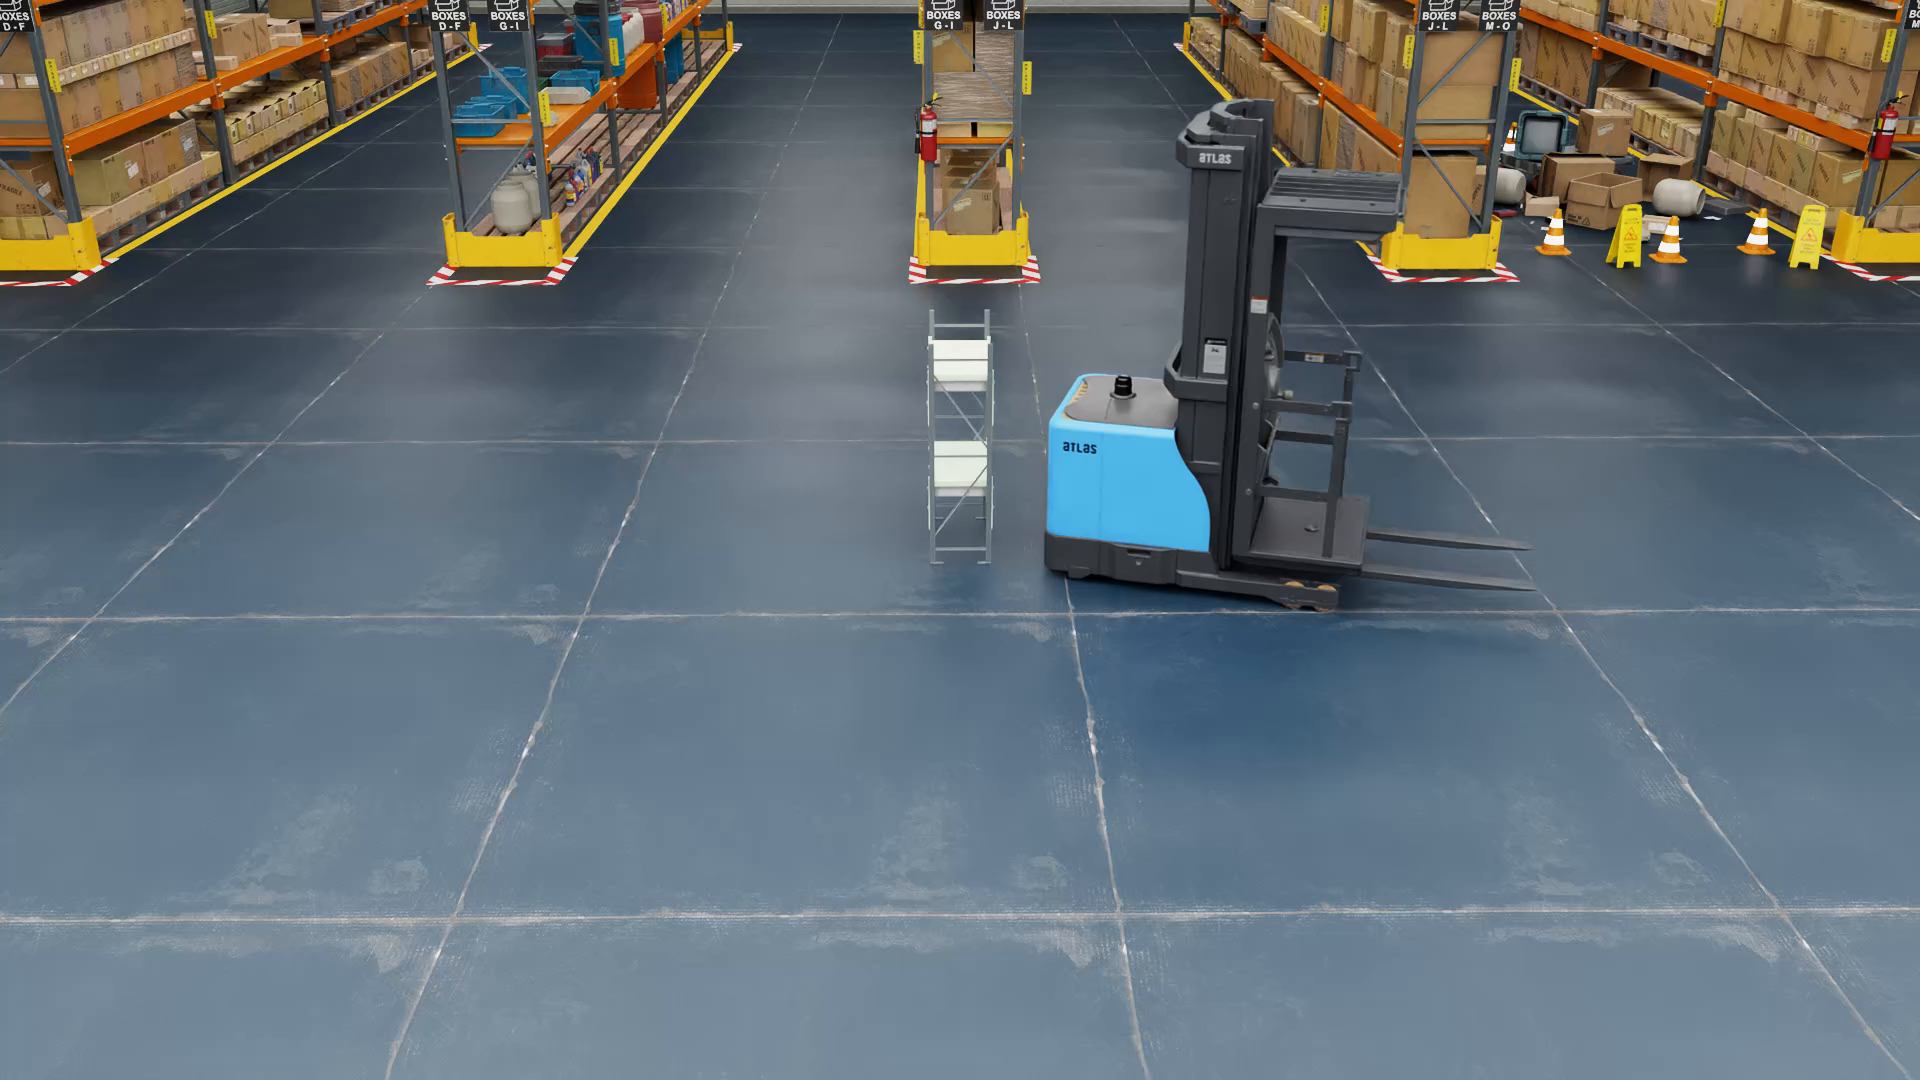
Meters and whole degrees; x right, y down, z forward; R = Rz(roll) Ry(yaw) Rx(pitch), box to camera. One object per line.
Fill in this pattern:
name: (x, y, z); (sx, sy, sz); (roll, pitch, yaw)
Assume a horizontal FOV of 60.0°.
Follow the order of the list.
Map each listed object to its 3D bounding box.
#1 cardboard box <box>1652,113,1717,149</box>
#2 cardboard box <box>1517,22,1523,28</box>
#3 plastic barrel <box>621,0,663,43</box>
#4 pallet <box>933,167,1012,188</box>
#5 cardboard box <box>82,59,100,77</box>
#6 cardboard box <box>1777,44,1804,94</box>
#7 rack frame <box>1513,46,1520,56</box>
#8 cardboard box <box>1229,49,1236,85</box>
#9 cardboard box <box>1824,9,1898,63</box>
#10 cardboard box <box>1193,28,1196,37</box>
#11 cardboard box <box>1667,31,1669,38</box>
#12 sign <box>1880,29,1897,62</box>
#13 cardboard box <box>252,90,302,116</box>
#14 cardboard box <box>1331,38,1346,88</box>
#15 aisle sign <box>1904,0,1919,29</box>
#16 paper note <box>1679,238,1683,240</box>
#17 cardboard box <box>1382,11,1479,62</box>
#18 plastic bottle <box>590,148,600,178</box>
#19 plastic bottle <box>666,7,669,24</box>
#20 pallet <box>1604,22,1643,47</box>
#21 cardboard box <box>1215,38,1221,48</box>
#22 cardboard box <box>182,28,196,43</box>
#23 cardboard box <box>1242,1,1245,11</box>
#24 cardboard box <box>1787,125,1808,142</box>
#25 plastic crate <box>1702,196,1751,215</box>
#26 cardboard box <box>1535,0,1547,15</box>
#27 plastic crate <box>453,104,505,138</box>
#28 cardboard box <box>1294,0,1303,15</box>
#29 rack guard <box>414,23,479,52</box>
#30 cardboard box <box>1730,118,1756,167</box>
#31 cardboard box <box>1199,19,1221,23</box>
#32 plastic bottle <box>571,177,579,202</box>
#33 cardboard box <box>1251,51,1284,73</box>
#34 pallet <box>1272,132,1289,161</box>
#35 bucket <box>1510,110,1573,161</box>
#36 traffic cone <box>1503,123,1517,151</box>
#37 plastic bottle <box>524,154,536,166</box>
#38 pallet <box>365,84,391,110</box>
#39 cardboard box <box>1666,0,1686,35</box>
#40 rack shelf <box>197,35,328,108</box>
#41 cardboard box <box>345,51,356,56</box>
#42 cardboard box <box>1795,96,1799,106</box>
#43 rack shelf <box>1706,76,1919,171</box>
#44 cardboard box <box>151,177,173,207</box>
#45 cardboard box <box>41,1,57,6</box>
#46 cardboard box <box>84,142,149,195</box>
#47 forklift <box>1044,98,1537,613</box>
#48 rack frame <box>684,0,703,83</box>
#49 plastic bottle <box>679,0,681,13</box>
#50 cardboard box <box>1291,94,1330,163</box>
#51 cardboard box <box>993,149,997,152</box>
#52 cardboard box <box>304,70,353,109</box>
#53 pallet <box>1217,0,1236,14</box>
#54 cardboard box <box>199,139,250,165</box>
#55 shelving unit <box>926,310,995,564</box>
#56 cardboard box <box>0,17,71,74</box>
cardboard box: (9.982, -5.530, 22.517); (0.950, 0.372, 0.625); (1, 24, 3)
cardboard box: (9.996, -9.344, 30.870); (0.875, 0.438, 0.875); (0, 24, 1)
plastic barrel: (-4.596, -7.478, 23.978); (0.600, 0.536, 0.708); (0, 24, -1)
pallet: (0.135, -4.432, 20.794); (1.003, 0.211, 1.213); (0, 24, -1)
cardboard box: (-9.567, -5.108, 17.995); (0.380, 0.149, 0.250); (-1, 24, -1)
cardboard box: (9.774, -5.401, 19.069); (0.500, 0.500, 0.500); (0, 24, 0)
rack frame: (9.914, -9.321, 28.218); (1.000, 3.000, 0.127); (0, 24, -1)
cardboard box: (4.716, -7.785, 27.348); (0.500, 0.500, 0.500); (1, 24, 2)
cardboard box: (9.823, -5.431, 17.922); (0.700, 0.500, 0.500); (0, 24, 0)
cardboard box: (4.617, -9.603, 31.431); (0.380, 0.149, 0.250); (0, 24, -1)
cardboard box: (9.823, -6.841, 22.531); (0.380, 0.149, 0.250); (-1, 24, -2)
sign: (9.490, -5.053, 16.994); (0.100, 0.325, 0.005); (0, 24, -1)
cardboard box: (-9.591, -6.142, 23.337); (0.500, 0.311, 0.500); (0, 24, -1)
cardboard box: (5.069, -5.877, 20.421); (0.875, 0.550, 0.550); (0, 24, -1)
aisle sign: (9.756, -5.533, 16.690); (0.394, 0.787, 0.004); (0, 24, -1)
paper note: (8.044, -3.404, 18.738); (0.148, 0.019, 0.142); (-9, 26, -19)
cardboard box: (5.163, -5.483, 18.241); (0.875, 0.550, 0.550); (0, 24, -1)
plastic bottle: (-4.565, -4.687, 20.653); (0.144, 0.351, 0.185); (-1, 24, -2)
plastic bottle: (-4.570, -8.155, 25.798); (0.097, 0.271, 0.097); (0, 24, 0)
pallet: (10.072, -7.292, 23.965); (1.213, 0.211, 1.003); (0, 24, -1)
cardboard box: (4.659, -8.671, 29.009); (0.380, 0.149, 0.250); (0, 24, 0)
cardboard box: (-9.597, -6.167, 20.336); (0.380, 0.149, 0.250); (0, 24, -1)
cardboard box: (4.541, -8.198, 25.530); (0.380, 0.149, 0.250); (-1, 24, -1)
cardboard box: (9.704, -4.644, 19.007); (0.380, 0.149, 0.250); (1, 24, 2)
plastic crate: (9.199, -4.043, 20.093); (0.402, 0.080, 0.583); (-9, 26, -19)
cardboard box: (9.652, -8.645, 26.907); (0.500, 0.250, 0.500); (0, 24, -1)
plastic crate: (-5.122, -4.446, 17.621); (0.499, 0.251, 0.616); (0, 24, -1)
cardboard box: (5.019, -7.505, 22.869); (0.700, 0.500, 0.500); (-1, 24, -1)
rack guard: (-9.944, -9.711, 32.115); (1.175, 0.500, 0.348); (0, 24, -1)
cardboard box: (9.755, -4.839, 20.227); (0.500, 0.500, 0.500); (1, 24, 2)
cardboard box: (4.711, -9.738, 31.369); (0.380, 0.149, 0.250); (0, 24, 0)
plastic bottle: (-4.509, -4.114, 19.468); (0.061, 0.283, 0.133); (0, 24, 0)
cardboard box: (4.740, -7.283, 25.327); (0.500, 0.250, 0.500); (-1, 24, -2)
pallet: (4.953, -5.511, 23.179); (1.003, 0.211, 1.213); (0, 24, -1)
bucket: (7.360, -5.116, 21.048); (0.726, 0.611, 0.620); (8, 16, 18)
traffic cone: (7.585, -5.488, 22.822); (0.336, 0.463, 0.334); (0, 24, -1)
plastic bottle: (-5.265, -4.538, 20.325); (0.144, 0.351, 0.185); (-1, 24, -3)
pallet: (-9.838, -7.123, 26.744); (1.003, 0.211, 1.213); (0, 24, -1)
cardboard box: (9.761, -7.003, 22.102); (0.500, 0.500, 0.500); (1, 24, 1)
rack shelf: (-9.836, -6.433, 22.706); (1.077, 0.370, 4.000); (0, 24, -1)
cardboard box: (-10.125, -7.668, 27.065); (0.500, 0.500, 0.500); (0, 24, 0)
cardboard box: (9.830, -5.044, 19.068); (0.380, 0.149, 0.250); (0, 24, -1)
rack shelf: (10.023, -4.872, 19.256); (1.077, 0.370, 4.000); (0, 24, -1)
cardboard box: (-9.568, -4.067, 19.429); (0.500, 0.250, 0.500); (0, 24, -1)
cardboard box: (-14.574, -8.587, 26.090); (0.500, 0.500, 0.500); (0, 24, 1)
cardboard box: (-9.579, -4.202, 18.819); (0.500, 0.500, 0.500); (0, 24, -1)
forklift: (2.116, -1.132, 10.196); (3.031, 2.935, 1.130); (6, 25, 14)
rack frame: (-4.948, -9.254, 28.070); (1.000, 3.000, 0.127); (0, 24, -1)
plastic bottle: (-4.611, -8.678, 26.948); (0.152, 0.276, 0.135); (0, 24, -1)
cardboard box: (4.956, -5.382, 21.730); (1.050, 0.750, 0.750); (0, 24, -1)
cardboard box: (0.107, -5.294, 21.815); (0.700, 0.500, 0.500); (-2, 24, -5)
cardboard box: (-9.577, -6.835, 25.222); (0.500, 0.500, 0.500); (1, 24, 2)
pallet: (4.828, -8.854, 27.419); (1.003, 0.211, 1.213); (0, 24, -1)
cardboard box: (-9.570, -5.042, 21.586); (0.500, 0.250, 0.500); (-1, 24, -2)
shelving unit: (0.000, -0.681, 10.935); (0.431, 1.500, 0.755); (0, 24, -1)
cardboard box: (-9.763, -5.139, 17.277); (0.700, 0.500, 0.500); (0, 24, 0)
